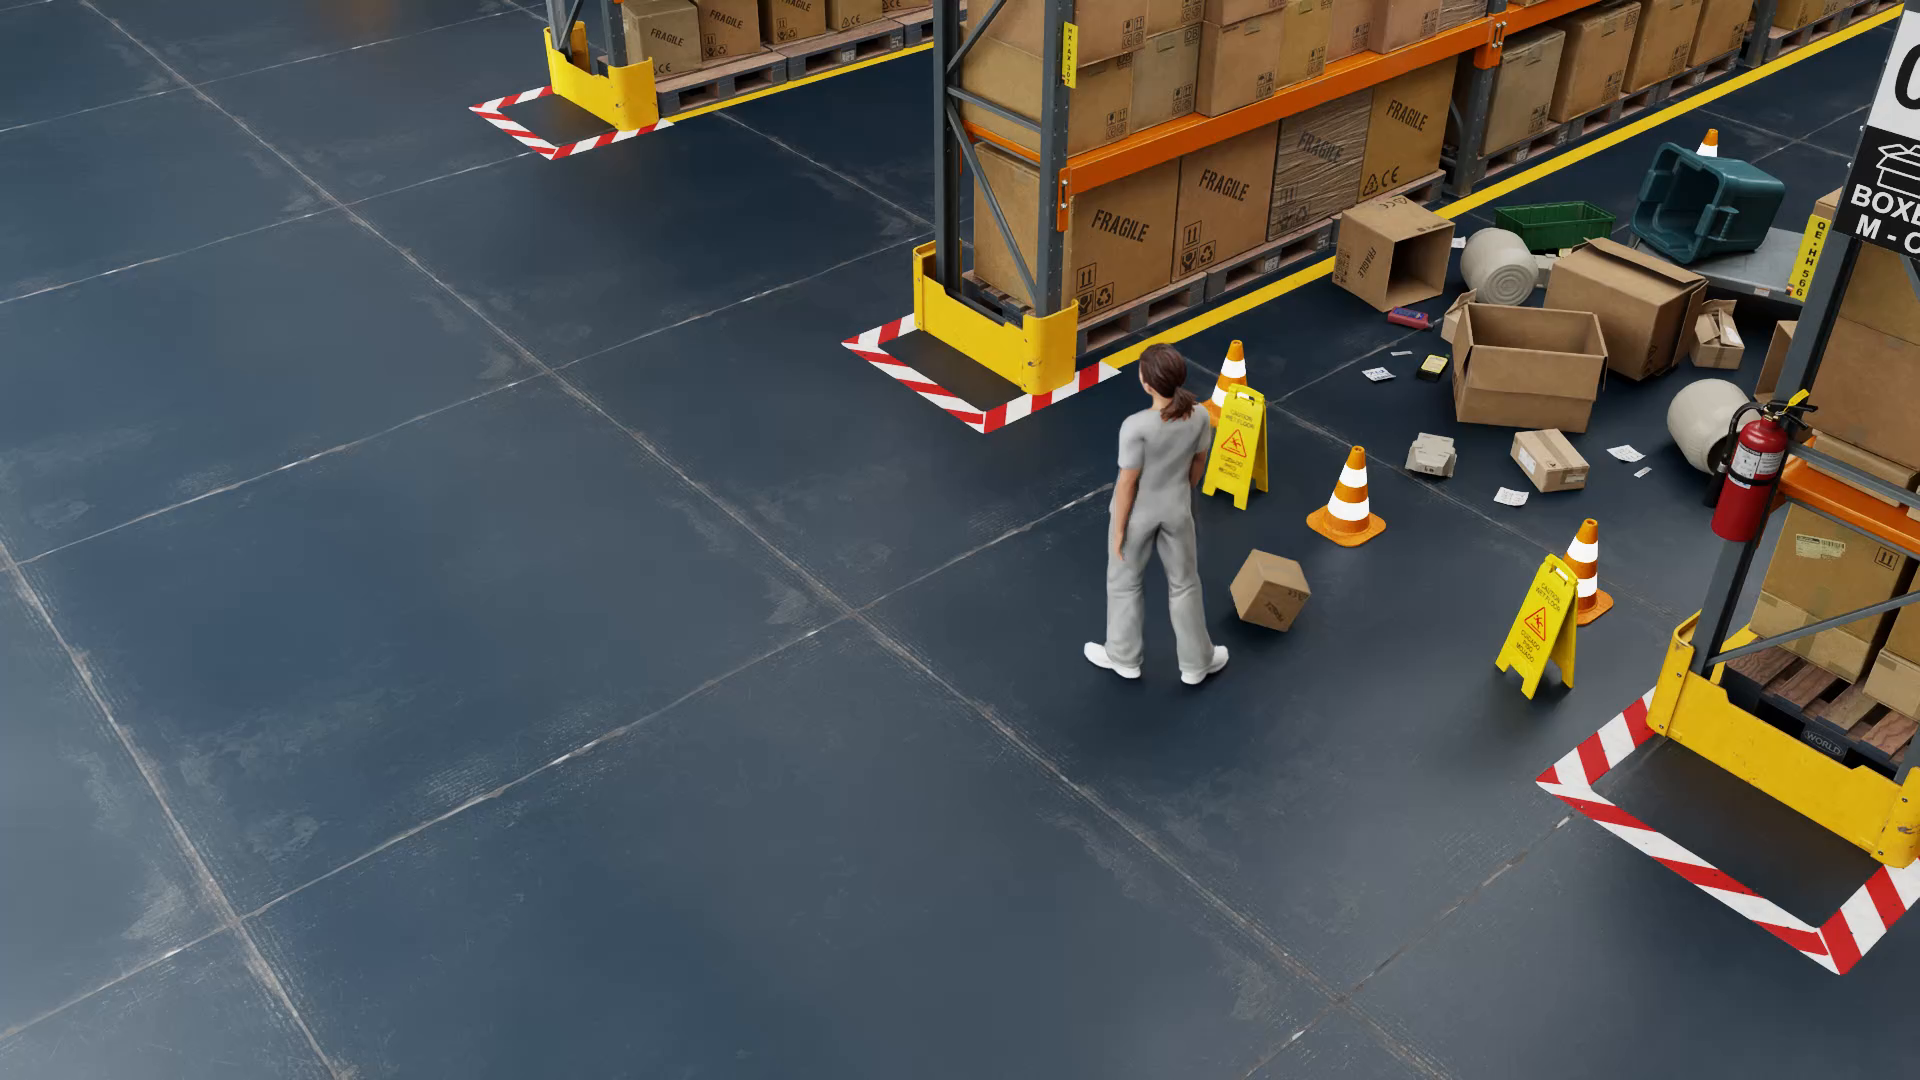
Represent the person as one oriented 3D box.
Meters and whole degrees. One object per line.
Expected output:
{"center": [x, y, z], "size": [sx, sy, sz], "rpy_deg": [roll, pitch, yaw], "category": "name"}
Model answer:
{"center": [0.926, -0.096, 7.202], "size": [0.625, 1.675, 0.445], "rpy_deg": [-11, 37, -14], "category": "person"}
